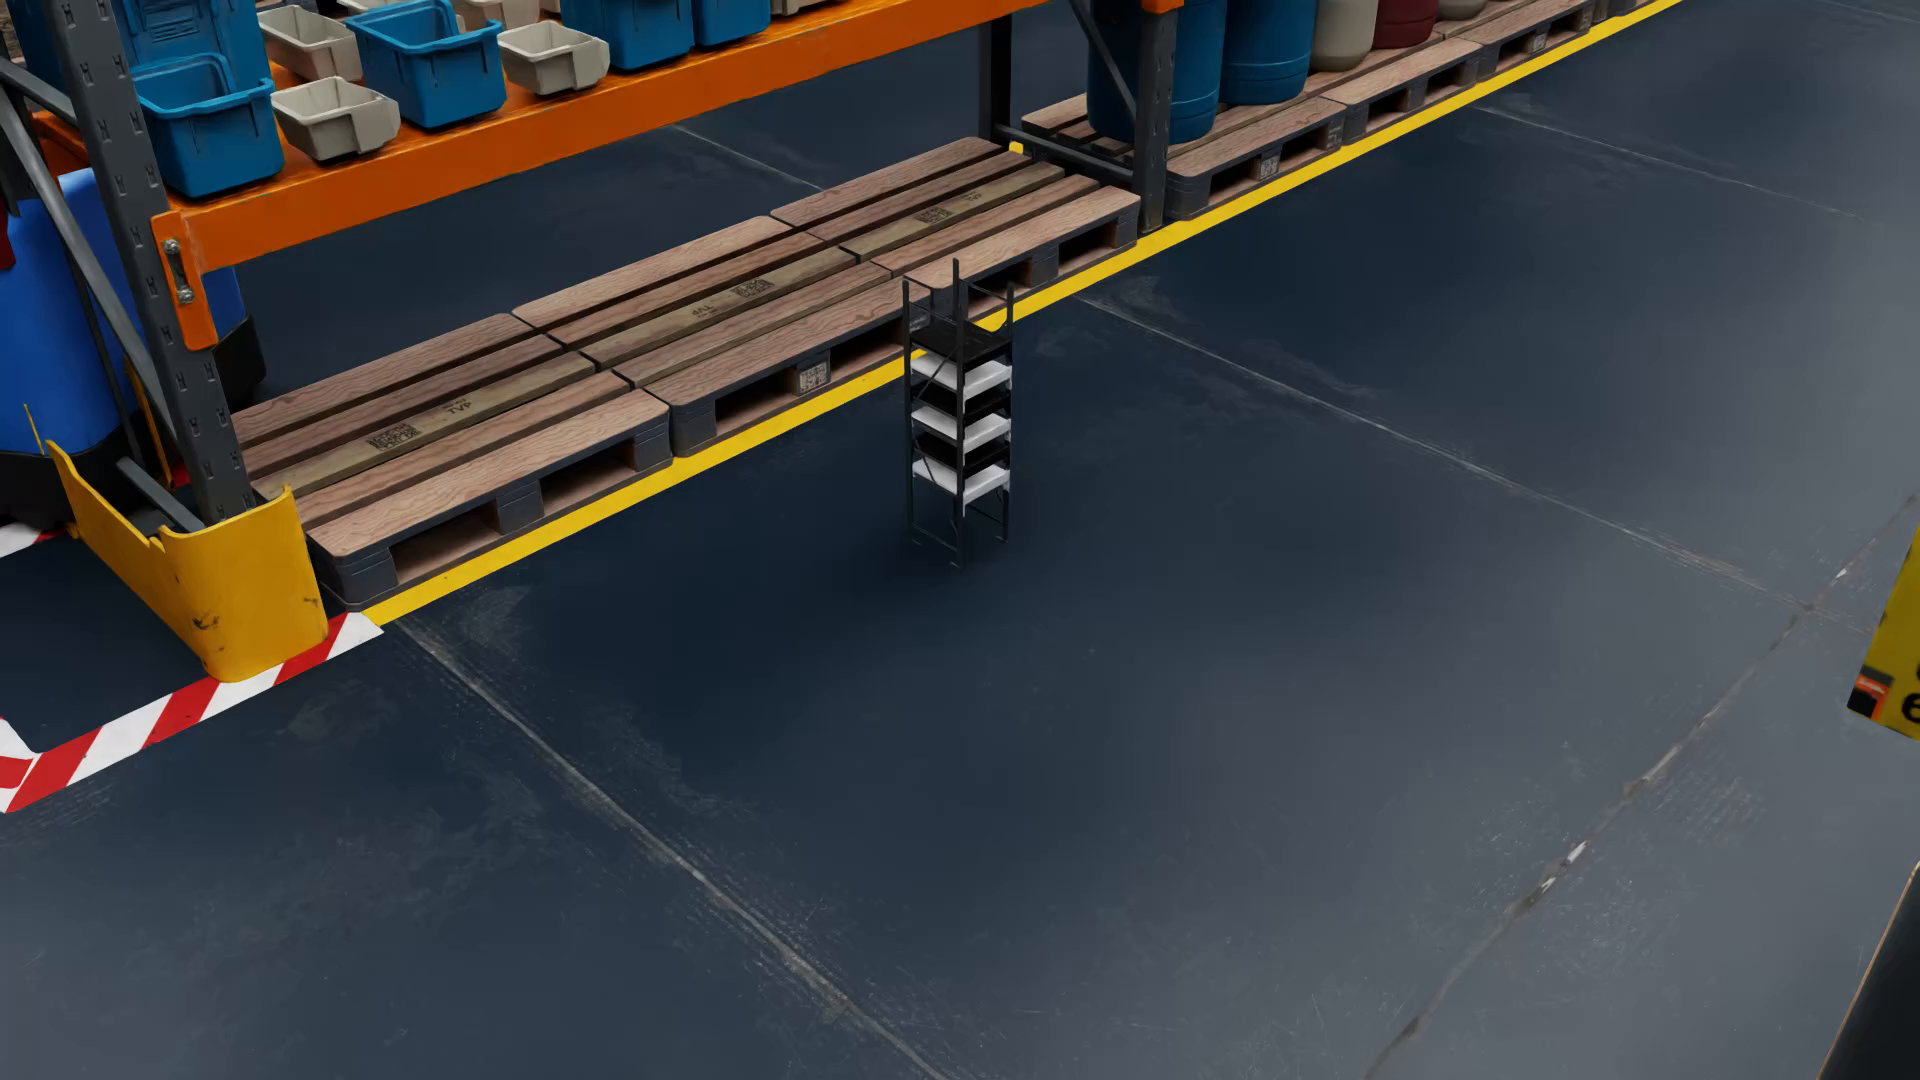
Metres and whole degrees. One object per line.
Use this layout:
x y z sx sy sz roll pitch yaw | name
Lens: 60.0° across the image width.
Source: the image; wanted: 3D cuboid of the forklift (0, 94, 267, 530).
-4.057 -1.641 5.041 3.031 2.935 1.130 6 35 9 | forklift

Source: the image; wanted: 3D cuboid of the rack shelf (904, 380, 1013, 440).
-0.006 -0.412 4.955 0.258 0.077 0.200 30 45 35 | rack shelf

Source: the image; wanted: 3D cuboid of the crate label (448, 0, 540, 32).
-1.501 -1.687 5.225 0.396 0.136 0.243 30 45 35 | crate label

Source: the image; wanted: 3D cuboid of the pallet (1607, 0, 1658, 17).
3.869 -3.535 10.134 1.003 0.211 1.213 30 45 35 | pallet

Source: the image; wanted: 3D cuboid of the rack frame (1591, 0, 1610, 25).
3.296 -4.380 8.908 1.000 3.000 0.127 30 45 35 | rack frame

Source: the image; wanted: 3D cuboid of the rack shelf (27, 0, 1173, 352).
-0.932 -1.649 5.621 1.077 0.370 4.000 30 45 35 | rack shelf

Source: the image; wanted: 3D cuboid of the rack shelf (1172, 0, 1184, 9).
1.887 -3.273 7.949 1.077 0.370 4.000 30 45 35 | rack shelf

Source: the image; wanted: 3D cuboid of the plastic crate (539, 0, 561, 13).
-1.306 -1.815 5.408 0.298 0.136 0.250 30 45 35 | plastic crate

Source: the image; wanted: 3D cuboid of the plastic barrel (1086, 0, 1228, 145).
0.873 -2.282 7.366 0.600 0.901 0.708 30 45 35 | plastic barrel

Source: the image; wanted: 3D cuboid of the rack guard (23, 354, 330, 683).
-2.348 -0.092 4.945 1.175 0.500 0.348 30 45 35 | rack guard

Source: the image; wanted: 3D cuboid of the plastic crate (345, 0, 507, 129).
-1.469 -1.323 4.619 0.416 0.233 0.300 30 45 35 | plastic crate

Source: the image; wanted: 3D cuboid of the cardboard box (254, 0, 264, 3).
-4.193 -3.452 9.068 0.875 0.875 0.875 30 45 35 | cardboard box

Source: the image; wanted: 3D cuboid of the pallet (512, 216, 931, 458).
-0.873 -0.800 6.213 1.003 0.211 1.213 30 45 35 | pallet

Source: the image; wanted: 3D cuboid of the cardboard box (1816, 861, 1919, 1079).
1.294 0.533 1.776 0.500 0.500 0.500 -28 44 -34 | cardboard box

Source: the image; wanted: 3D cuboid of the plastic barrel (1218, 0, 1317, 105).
1.372 -2.569 7.779 0.600 0.901 0.708 30 45 35 | plastic barrel

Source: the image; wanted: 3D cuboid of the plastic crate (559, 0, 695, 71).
-1.005 -1.590 5.002 0.416 0.233 0.300 30 45 35 | plastic crate

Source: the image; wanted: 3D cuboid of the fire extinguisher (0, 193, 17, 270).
-2.769 -1.069 4.555 0.296 0.674 0.183 30 45 35 | fire extinguisher

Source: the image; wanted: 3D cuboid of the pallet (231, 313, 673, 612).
-1.732 -0.308 5.507 1.003 0.211 1.213 30 45 35 | pallet

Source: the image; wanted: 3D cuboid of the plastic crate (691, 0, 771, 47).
-0.794 -1.712 5.177 0.416 0.233 0.300 30 45 35 | plastic crate

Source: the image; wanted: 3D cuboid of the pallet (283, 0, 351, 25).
-3.629 -3.331 9.842 1.003 0.211 1.213 30 45 35 | pallet

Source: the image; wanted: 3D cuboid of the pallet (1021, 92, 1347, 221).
1.051 -1.909 7.802 1.003 0.211 1.213 30 45 35 | pallet

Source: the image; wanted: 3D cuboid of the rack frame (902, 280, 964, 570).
-0.077 -0.325 4.929 0.240 0.900 0.006 30 45 35 | rack frame

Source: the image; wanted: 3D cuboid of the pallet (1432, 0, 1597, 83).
2.770 -2.899 9.223 1.003 0.211 1.213 30 45 35 | pallet

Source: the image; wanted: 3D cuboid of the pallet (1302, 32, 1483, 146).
1.910 -2.406 8.516 1.003 0.211 1.213 30 45 35 | pallet

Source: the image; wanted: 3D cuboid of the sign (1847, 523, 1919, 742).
0.792 0.029 1.297 0.100 0.325 0.005 30 45 35 | sign

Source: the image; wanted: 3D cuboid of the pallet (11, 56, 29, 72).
-5.348 -2.341 8.422 1.003 0.211 1.213 30 45 35 | pallet

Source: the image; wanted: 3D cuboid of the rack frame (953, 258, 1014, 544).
0.066 -0.407 5.047 0.240 0.900 0.006 30 45 35 | rack frame

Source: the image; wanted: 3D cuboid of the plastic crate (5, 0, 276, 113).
-2.237 -1.383 4.527 0.616 0.435 0.499 30 45 35 | plastic crate

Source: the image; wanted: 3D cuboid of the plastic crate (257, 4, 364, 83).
-1.895 -1.453 4.889 0.396 0.136 0.243 30 45 35 | plastic crate

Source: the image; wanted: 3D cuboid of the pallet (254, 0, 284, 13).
-4.488 -2.834 9.129 1.003 0.211 1.213 30 45 35 | pallet

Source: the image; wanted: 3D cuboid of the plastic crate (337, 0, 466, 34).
-1.680 -1.565 5.049 0.396 0.136 0.243 30 45 35 | plastic crate

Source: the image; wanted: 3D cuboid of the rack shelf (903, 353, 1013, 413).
-0.006 -0.486 4.904 0.258 0.077 0.200 30 45 35 | rack shelf

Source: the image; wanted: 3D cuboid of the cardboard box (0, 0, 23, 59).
-4.820 -3.091 8.550 0.875 0.875 0.875 30 45 35 | cardboard box

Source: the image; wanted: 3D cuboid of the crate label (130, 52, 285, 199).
-1.933 -1.056 4.235 0.416 0.233 0.303 30 45 35 | crate label

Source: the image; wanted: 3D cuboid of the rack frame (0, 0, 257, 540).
-2.341 -1.132 4.251 1.000 3.000 0.127 30 45 35 | rack frame

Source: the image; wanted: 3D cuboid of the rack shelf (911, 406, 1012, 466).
-0.006 -0.338 5.007 0.258 0.077 0.200 30 45 35 | rack shelf

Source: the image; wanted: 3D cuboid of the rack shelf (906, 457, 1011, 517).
-0.006 -0.191 5.110 0.258 0.077 0.200 30 45 35 | rack shelf

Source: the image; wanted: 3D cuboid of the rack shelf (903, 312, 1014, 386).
-0.006 -0.560 4.852 0.258 0.077 0.200 30 45 35 | rack shelf

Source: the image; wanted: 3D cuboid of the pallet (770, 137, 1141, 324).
-0.013 -1.298 6.927 1.003 0.211 1.213 30 45 35 | pallet

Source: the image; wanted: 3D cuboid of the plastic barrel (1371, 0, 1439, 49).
2.168 -2.899 8.526 0.600 0.588 0.708 30 45 35 | plastic barrel

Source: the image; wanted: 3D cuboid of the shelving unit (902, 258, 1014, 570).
-0.006 -0.366 4.988 0.258 0.900 0.210 30 45 35 | shelving unit

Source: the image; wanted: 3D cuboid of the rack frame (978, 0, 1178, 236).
0.478 -2.756 6.580 1.000 3.000 0.127 30 45 35 | rack frame

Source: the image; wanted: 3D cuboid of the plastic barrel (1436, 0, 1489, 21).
2.629 -3.061 8.824 0.421 0.512 0.421 0 35 0 | plastic barrel

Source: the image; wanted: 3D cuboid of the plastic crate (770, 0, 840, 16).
-0.536 -1.844 5.451 0.293 0.136 0.466 30 45 35 | plastic crate

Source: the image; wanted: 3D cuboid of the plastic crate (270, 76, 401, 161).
-1.648 -1.113 4.402 0.250 0.136 0.298 30 45 35 | plastic crate

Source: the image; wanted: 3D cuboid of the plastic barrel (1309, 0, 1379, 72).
1.833 -2.602 8.167 0.421 0.512 0.421 0 35 0 | plastic barrel

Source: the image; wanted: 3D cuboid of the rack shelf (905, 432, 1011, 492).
-0.006 -0.265 5.058 0.258 0.077 0.200 30 45 35 | rack shelf

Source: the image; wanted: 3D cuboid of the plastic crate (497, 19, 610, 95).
-1.170 -1.388 4.797 0.250 0.136 0.298 30 45 35 | plastic crate
